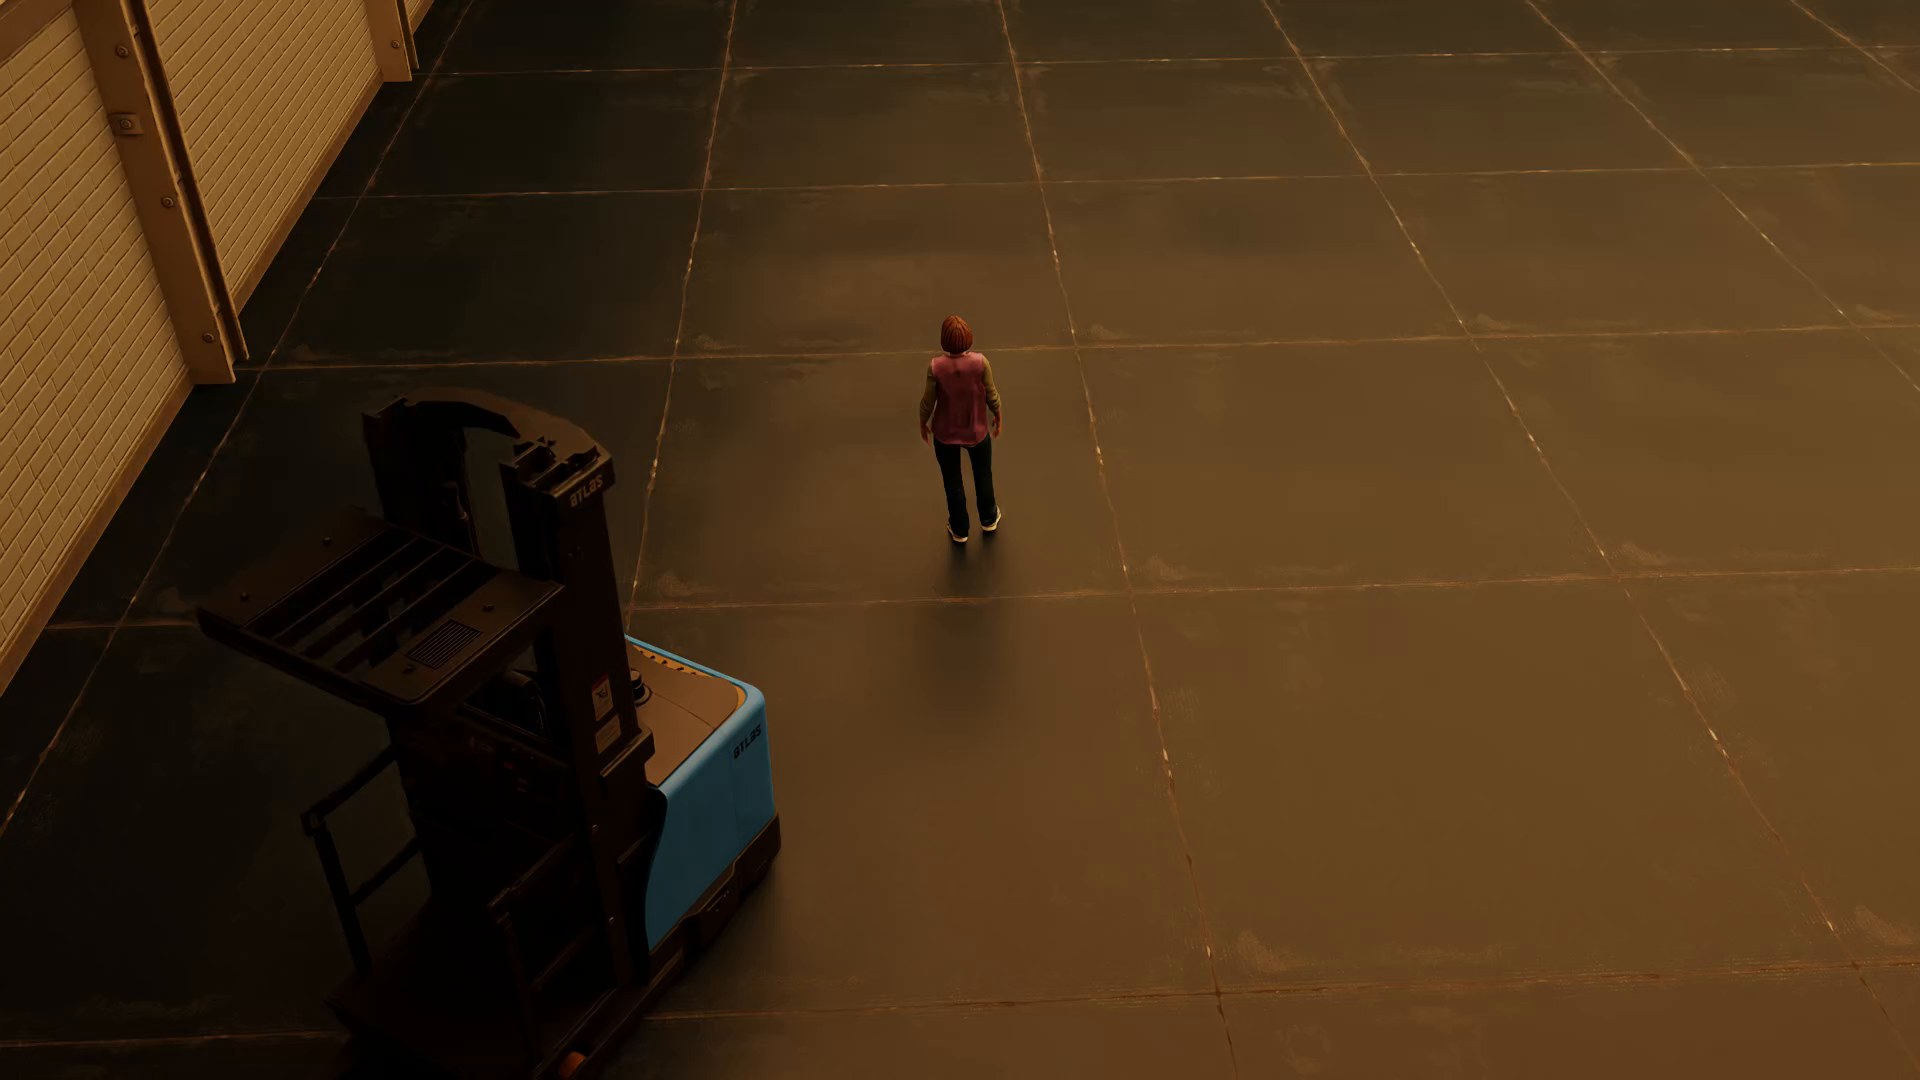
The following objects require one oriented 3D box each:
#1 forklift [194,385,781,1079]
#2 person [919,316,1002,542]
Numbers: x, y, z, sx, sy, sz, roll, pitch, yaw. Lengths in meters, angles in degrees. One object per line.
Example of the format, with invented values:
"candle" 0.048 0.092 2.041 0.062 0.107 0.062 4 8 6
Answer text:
"forklift" -2.058 0.994 6.646 1.130 2.935 3.031 19 40 24
"person" 0.010 -0.696 10.086 0.520 1.599 0.473 -2 36 -2
